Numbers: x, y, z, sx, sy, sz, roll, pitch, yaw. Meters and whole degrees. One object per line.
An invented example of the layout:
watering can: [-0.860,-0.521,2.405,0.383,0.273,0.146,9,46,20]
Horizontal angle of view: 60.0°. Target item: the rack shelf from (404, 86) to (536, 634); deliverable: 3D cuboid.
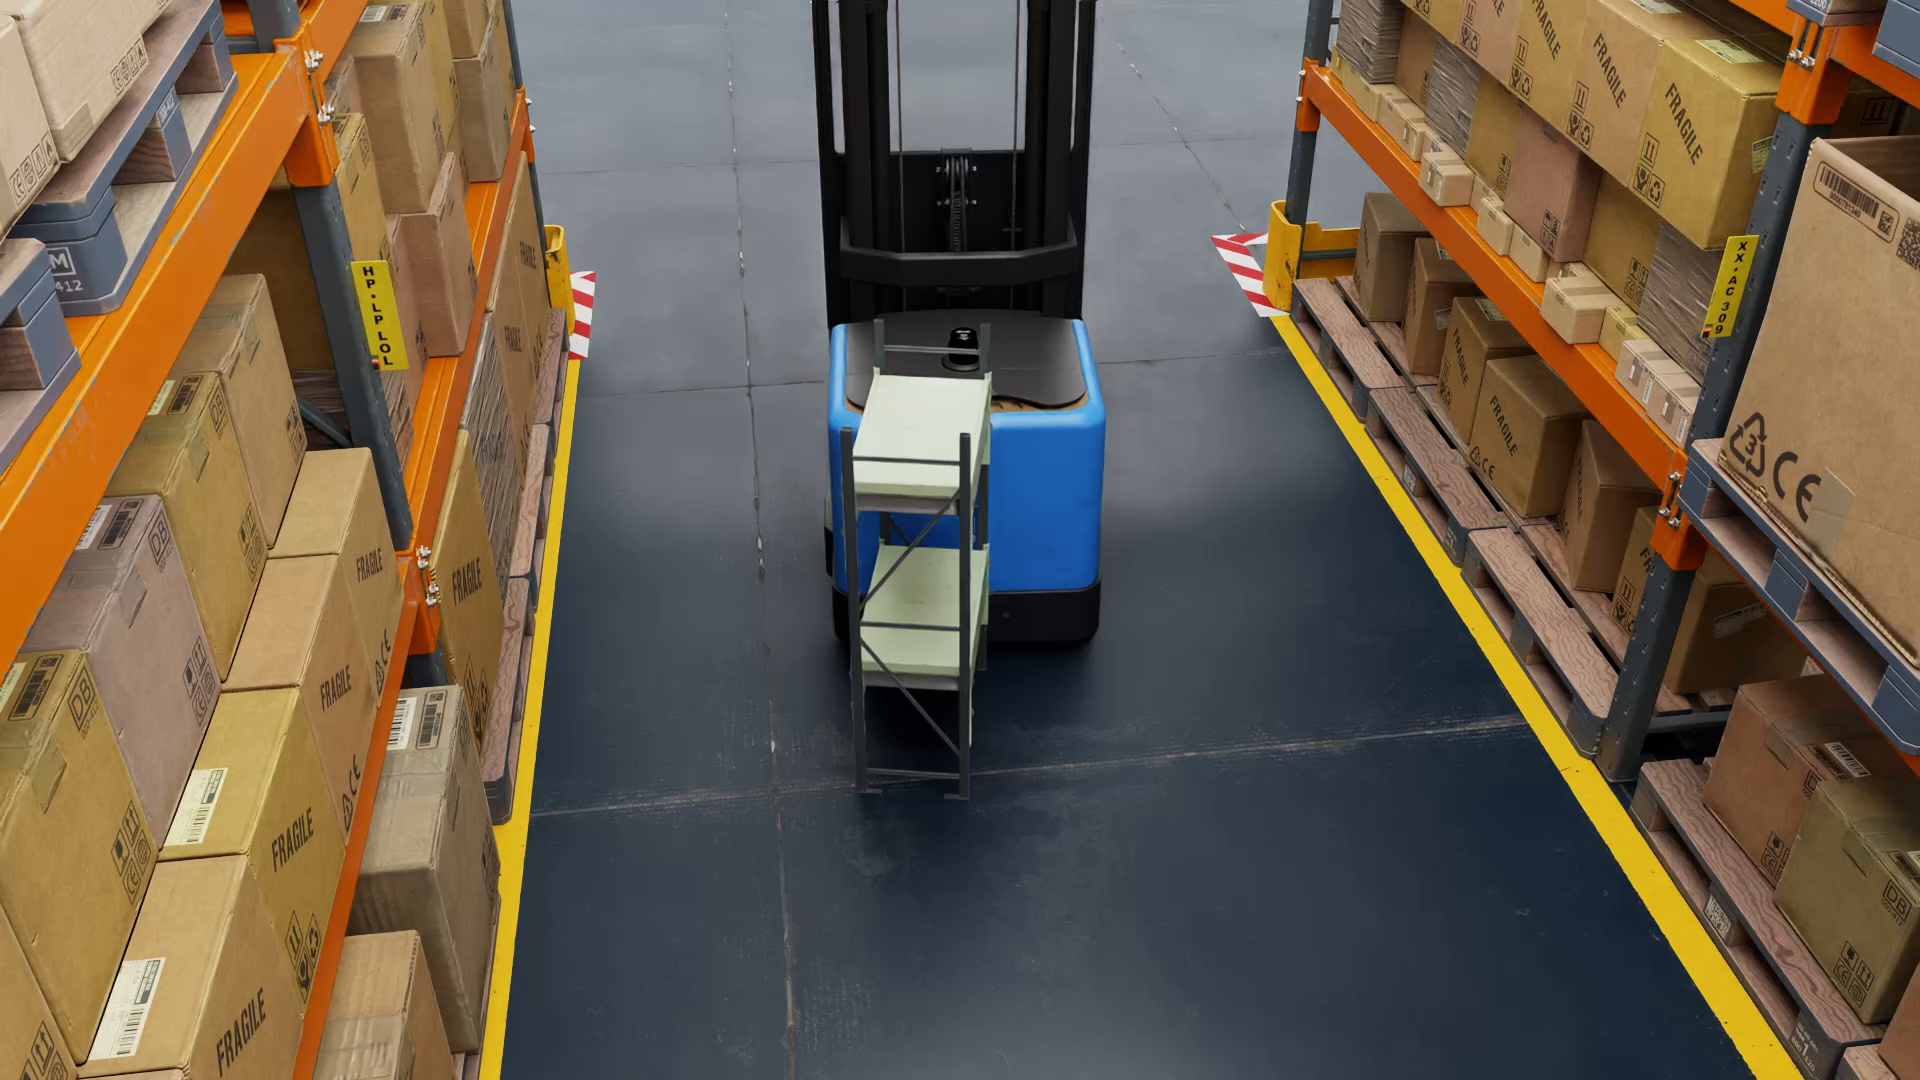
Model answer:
rack shelf: [-2.384,-0.933,6.595,1.077,0.370,4.000,-4,35,-6]

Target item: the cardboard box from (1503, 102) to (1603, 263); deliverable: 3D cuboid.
cardboard box: [2.615,-1.407,6.298,0.875,0.500,0.500,-4,35,-6]

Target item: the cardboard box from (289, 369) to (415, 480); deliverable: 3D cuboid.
cardboard box: [-2.177,-0.381,5.013,0.875,0.550,0.550,-4,35,-6]

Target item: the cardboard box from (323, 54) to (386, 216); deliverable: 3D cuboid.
cardboard box: [-2.320,-1.129,5.151,0.875,0.550,0.550,-4,35,-6]

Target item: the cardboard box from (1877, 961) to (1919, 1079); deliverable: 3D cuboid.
cardboard box: [2.996,1.341,4.447,0.700,0.500,0.500,-7,35,-10]

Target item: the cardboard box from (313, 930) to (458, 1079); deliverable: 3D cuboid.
cardboard box: [-1.817,1.520,3.981,1.050,0.750,0.750,-4,35,-6]

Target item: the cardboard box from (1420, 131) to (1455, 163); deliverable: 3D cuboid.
cardboard box: [2.252,-1.688,7.286,0.380,0.149,0.250,-4,35,-6]

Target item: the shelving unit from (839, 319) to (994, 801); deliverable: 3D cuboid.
shelving unit: [-0.131,0.084,5.796,0.431,1.500,0.755,3,34,5]

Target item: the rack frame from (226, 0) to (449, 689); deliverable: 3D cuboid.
rack frame: [-2.115,-0.115,4.754,1.000,3.000,0.127,-4,35,-6]

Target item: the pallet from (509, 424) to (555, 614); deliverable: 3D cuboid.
pallet: [-2.307,-0.075,7.172,1.003,0.211,1.213,-4,35,-6]

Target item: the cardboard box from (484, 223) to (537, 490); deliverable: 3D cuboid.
cardboard box: [-2.376,-0.778,7.242,0.875,0.875,0.875,-5,35,-7]

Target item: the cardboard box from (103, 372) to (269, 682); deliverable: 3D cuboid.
cardboard box: [-1.971,-0.005,3.618,0.700,0.500,0.500,-5,35,-7]

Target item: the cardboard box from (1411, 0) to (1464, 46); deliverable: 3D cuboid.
cardboard box: [2.208,-2.357,6.805,0.500,0.500,0.500,-4,35,-6]

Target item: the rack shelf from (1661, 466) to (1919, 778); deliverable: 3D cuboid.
rack shelf: [3.082,0.980,3.788,1.077,0.370,4.000,-4,35,-6]

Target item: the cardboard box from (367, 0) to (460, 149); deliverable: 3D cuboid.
cardboard box: [-2.335,-1.736,6.042,0.875,0.550,0.500,-4,35,-6]

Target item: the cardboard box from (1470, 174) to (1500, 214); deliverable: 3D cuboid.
cardboard box: [2.348,-1.411,6.880,0.380,0.149,0.250,-4,35,-6]

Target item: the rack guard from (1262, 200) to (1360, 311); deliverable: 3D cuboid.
rack guard: [2.286,-1.591,9.140,1.175,0.500,0.348,-4,35,-6]

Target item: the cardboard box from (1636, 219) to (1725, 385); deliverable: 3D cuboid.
cardboard box: [2.814,-0.854,5.486,0.875,0.500,0.500,-4,35,-6]

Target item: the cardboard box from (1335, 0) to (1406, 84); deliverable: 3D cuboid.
cardboard box: [2.322,-2.521,7.933,0.875,0.500,0.500,-4,35,-6]

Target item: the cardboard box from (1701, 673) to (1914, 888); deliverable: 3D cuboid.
cardboard box: [2.875,0.762,5.298,0.700,0.500,0.500,-7,35,-10]

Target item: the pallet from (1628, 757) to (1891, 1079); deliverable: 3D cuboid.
pallet: [2.920,1.153,5.371,1.003,0.211,1.213,-4,35,-6]

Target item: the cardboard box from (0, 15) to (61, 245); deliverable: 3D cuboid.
cardboard box: [-1.661,-0.571,2.377,0.500,0.311,0.500,-6,35,-8]

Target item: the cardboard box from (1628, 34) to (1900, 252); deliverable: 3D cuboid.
cardboard box: [2.480,-1.241,5.167,0.500,0.500,0.500,-4,35,-6]

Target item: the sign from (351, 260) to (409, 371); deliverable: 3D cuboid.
sign: [-1.579,-0.607,4.519,0.100,0.325,0.005,-4,35,-6]

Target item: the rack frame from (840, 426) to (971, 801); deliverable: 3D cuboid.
rack frame: [-0.166,0.289,5.495,0.400,1.500,0.023,3,34,5]

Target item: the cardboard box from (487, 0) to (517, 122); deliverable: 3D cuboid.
cardboard box: [-2.558,-2.205,7.689,0.875,0.550,0.550,-4,35,-6]

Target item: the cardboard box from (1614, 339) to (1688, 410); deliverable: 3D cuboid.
cardboard box: [2.469,-0.568,5.643,0.380,0.149,0.250,-4,35,-6]

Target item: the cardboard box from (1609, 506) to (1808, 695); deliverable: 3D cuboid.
cardboard box: [2.799,0.199,6.141,0.500,0.500,0.500,-5,35,-8]

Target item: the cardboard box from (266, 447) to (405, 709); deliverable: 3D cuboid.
cardboard box: [-1.780,0.115,4.329,0.500,0.500,0.500,-5,35,-7]

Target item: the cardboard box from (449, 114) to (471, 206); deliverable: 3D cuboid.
cardboard box: [-2.512,-1.578,6.768,0.875,0.550,0.550,-4,35,-6]

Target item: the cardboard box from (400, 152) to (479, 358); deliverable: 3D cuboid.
cardboard box: [-2.229,-0.997,5.916,0.875,0.550,0.550,-4,35,-6]

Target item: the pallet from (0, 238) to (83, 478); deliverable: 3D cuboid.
pallet: [-1.870,-0.023,2.124,1.003,0.211,1.213,-3,34,-4]

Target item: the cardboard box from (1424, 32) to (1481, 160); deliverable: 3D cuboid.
cardboard box: [2.533,-1.969,7.123,0.875,0.500,0.500,-4,35,-6]

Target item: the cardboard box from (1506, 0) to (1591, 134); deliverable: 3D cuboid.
cardboard box: [2.345,-1.799,5.986,0.500,0.500,0.500,-4,35,-6]

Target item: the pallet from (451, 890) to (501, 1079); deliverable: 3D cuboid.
pallet: [-1.937,1.463,4.916,1.003,0.211,1.213,-4,35,-6]

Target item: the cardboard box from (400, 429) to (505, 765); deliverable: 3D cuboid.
cardboard box: [-2.130,0.234,5.757,0.875,0.875,0.875,-4,34,-6]

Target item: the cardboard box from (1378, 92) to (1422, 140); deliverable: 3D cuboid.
cardboard box: [2.165,-1.965,7.694,0.380,0.149,0.250,-4,35,-6]

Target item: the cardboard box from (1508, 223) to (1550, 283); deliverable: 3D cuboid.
cardboard box: [2.374,-1.129,6.466,0.380,0.149,0.250,-4,35,-6]

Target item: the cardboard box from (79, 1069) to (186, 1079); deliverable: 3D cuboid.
cardboard box: [-1.509,1.240,2.678,0.500,0.500,0.500,-4,35,-6]

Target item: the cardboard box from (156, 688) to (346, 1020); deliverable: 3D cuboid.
cardboard box: [-1.644,0.679,3.501,0.500,0.500,0.500,-4,34,-6]

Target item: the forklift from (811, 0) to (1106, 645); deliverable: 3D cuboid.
forklift: [-0.036,-1.598,6.992,1.130,2.935,3.031,-1,34,-2]

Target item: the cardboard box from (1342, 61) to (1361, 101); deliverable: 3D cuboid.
cardboard box: [2.092,-2.244,8.102,0.380,0.149,0.250,-4,35,-6]

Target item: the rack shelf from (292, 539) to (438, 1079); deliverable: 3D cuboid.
rack shelf: [-1.846,1.299,3.319,1.077,0.370,4.000,-4,35,-6]

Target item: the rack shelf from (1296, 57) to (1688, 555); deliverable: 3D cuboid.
rack shelf: [2.544,-1.253,7.063,1.077,0.370,4.000,-4,35,-6]

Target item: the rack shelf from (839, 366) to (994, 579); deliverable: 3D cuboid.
rack shelf: [-0.131,-0.239,5.576,0.431,0.370,0.720,3,34,5]

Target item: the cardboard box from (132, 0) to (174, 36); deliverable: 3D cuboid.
cardboard box: [-1.862,-1.125,3.245,0.500,0.250,0.500,-4,34,-6]

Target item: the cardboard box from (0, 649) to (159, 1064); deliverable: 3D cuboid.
cardboard box: [-1.837,0.558,2.790,0.700,0.500,0.500,-5,35,-7]

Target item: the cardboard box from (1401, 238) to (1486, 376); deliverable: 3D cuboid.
cardboard box: [2.457,-1.126,8.085,0.500,0.500,0.500,4,35,6]

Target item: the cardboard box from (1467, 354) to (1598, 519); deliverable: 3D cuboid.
cardboard box: [2.553,-0.460,7.108,0.500,0.500,0.500,-7,35,-11]

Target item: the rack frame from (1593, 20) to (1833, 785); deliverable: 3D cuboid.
rack frame: [2.813,-0.434,5.223,1.000,3.000,0.127,-4,35,-6]

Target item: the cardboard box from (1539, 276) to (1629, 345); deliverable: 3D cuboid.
cardboard box: [2.351,-0.843,6.046,0.380,0.149,0.250,-4,35,-6]

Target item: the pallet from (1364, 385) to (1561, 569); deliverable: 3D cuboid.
pallet: [2.521,-0.336,7.555,1.003,0.211,1.213,-4,35,-6]

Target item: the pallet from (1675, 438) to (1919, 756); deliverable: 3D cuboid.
pallet: [2.772,0.083,4.635,1.003,0.211,1.213,-4,35,-6]
